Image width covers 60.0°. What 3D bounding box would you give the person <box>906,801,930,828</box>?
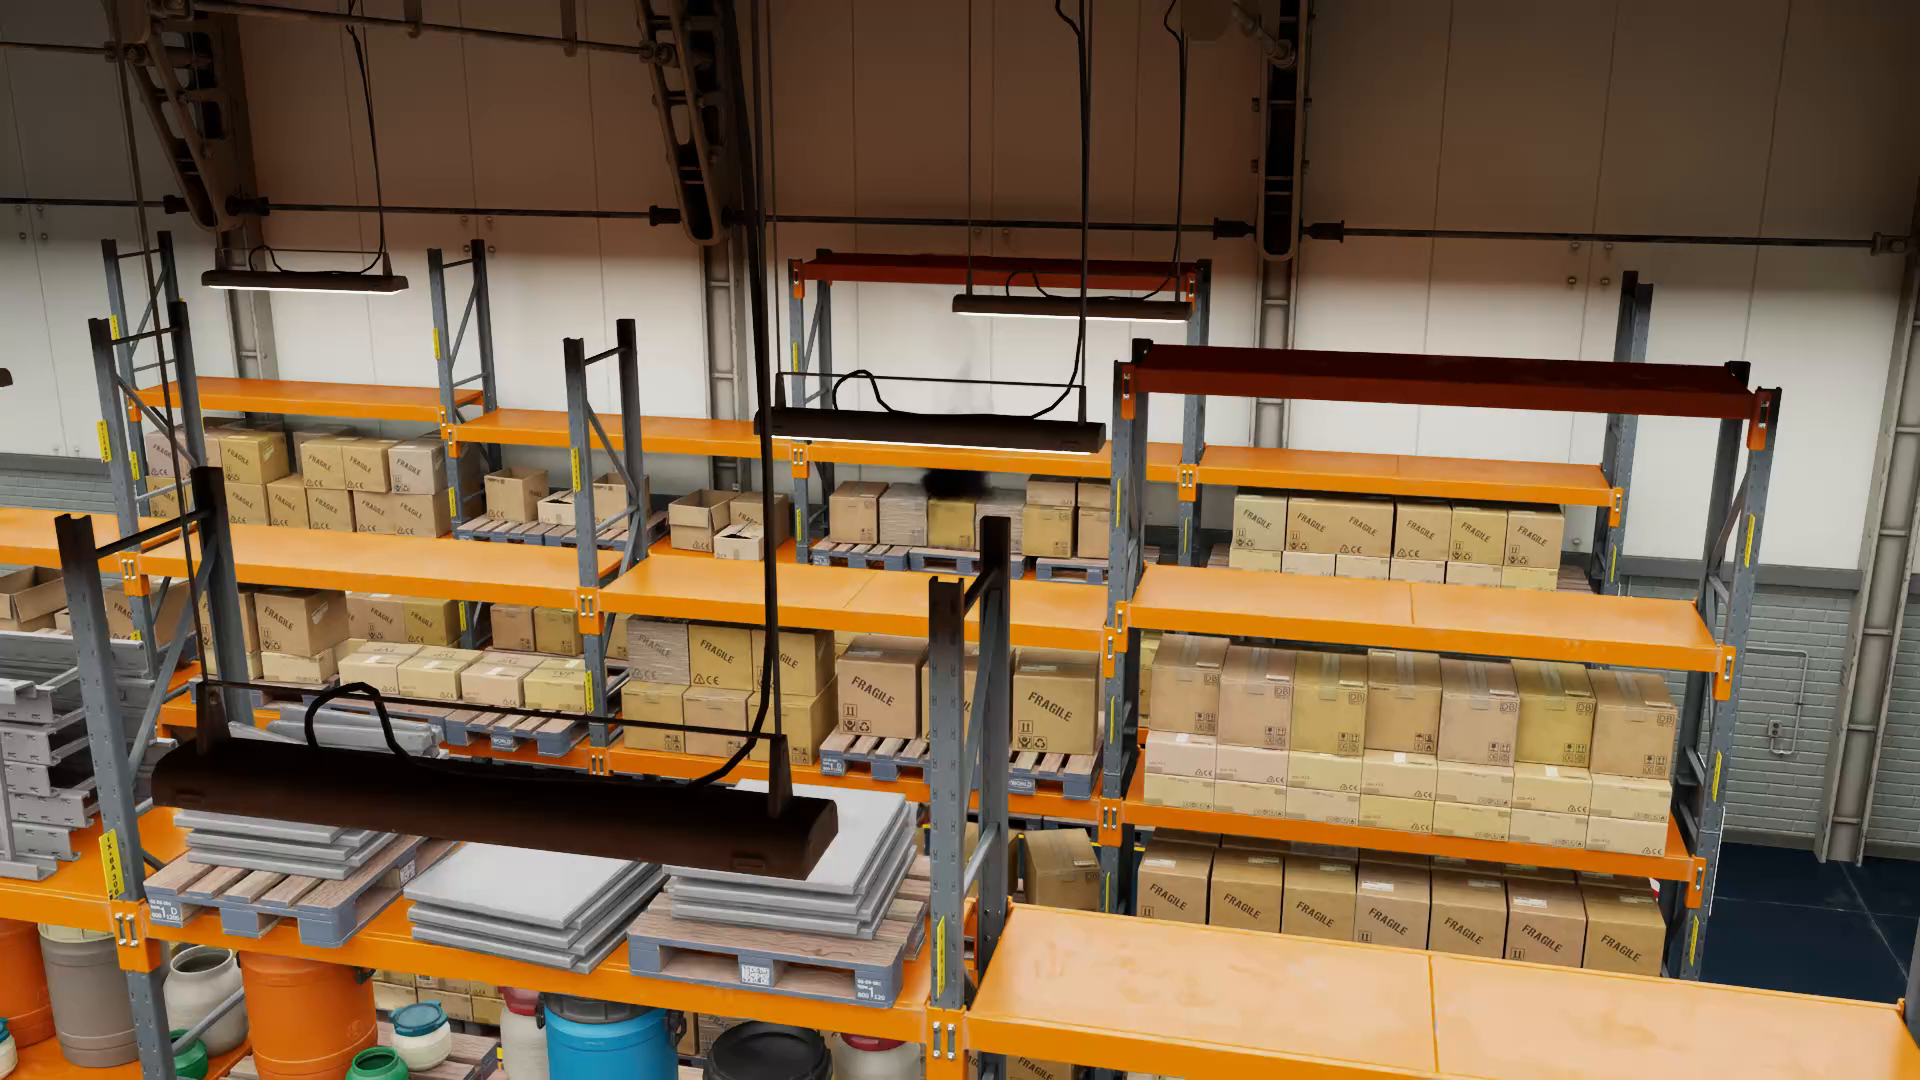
[{"bbox_3d":[-0.525,2.847,15.304,1.105,1.681,0.626,3,17,11],"label":"person"}]
